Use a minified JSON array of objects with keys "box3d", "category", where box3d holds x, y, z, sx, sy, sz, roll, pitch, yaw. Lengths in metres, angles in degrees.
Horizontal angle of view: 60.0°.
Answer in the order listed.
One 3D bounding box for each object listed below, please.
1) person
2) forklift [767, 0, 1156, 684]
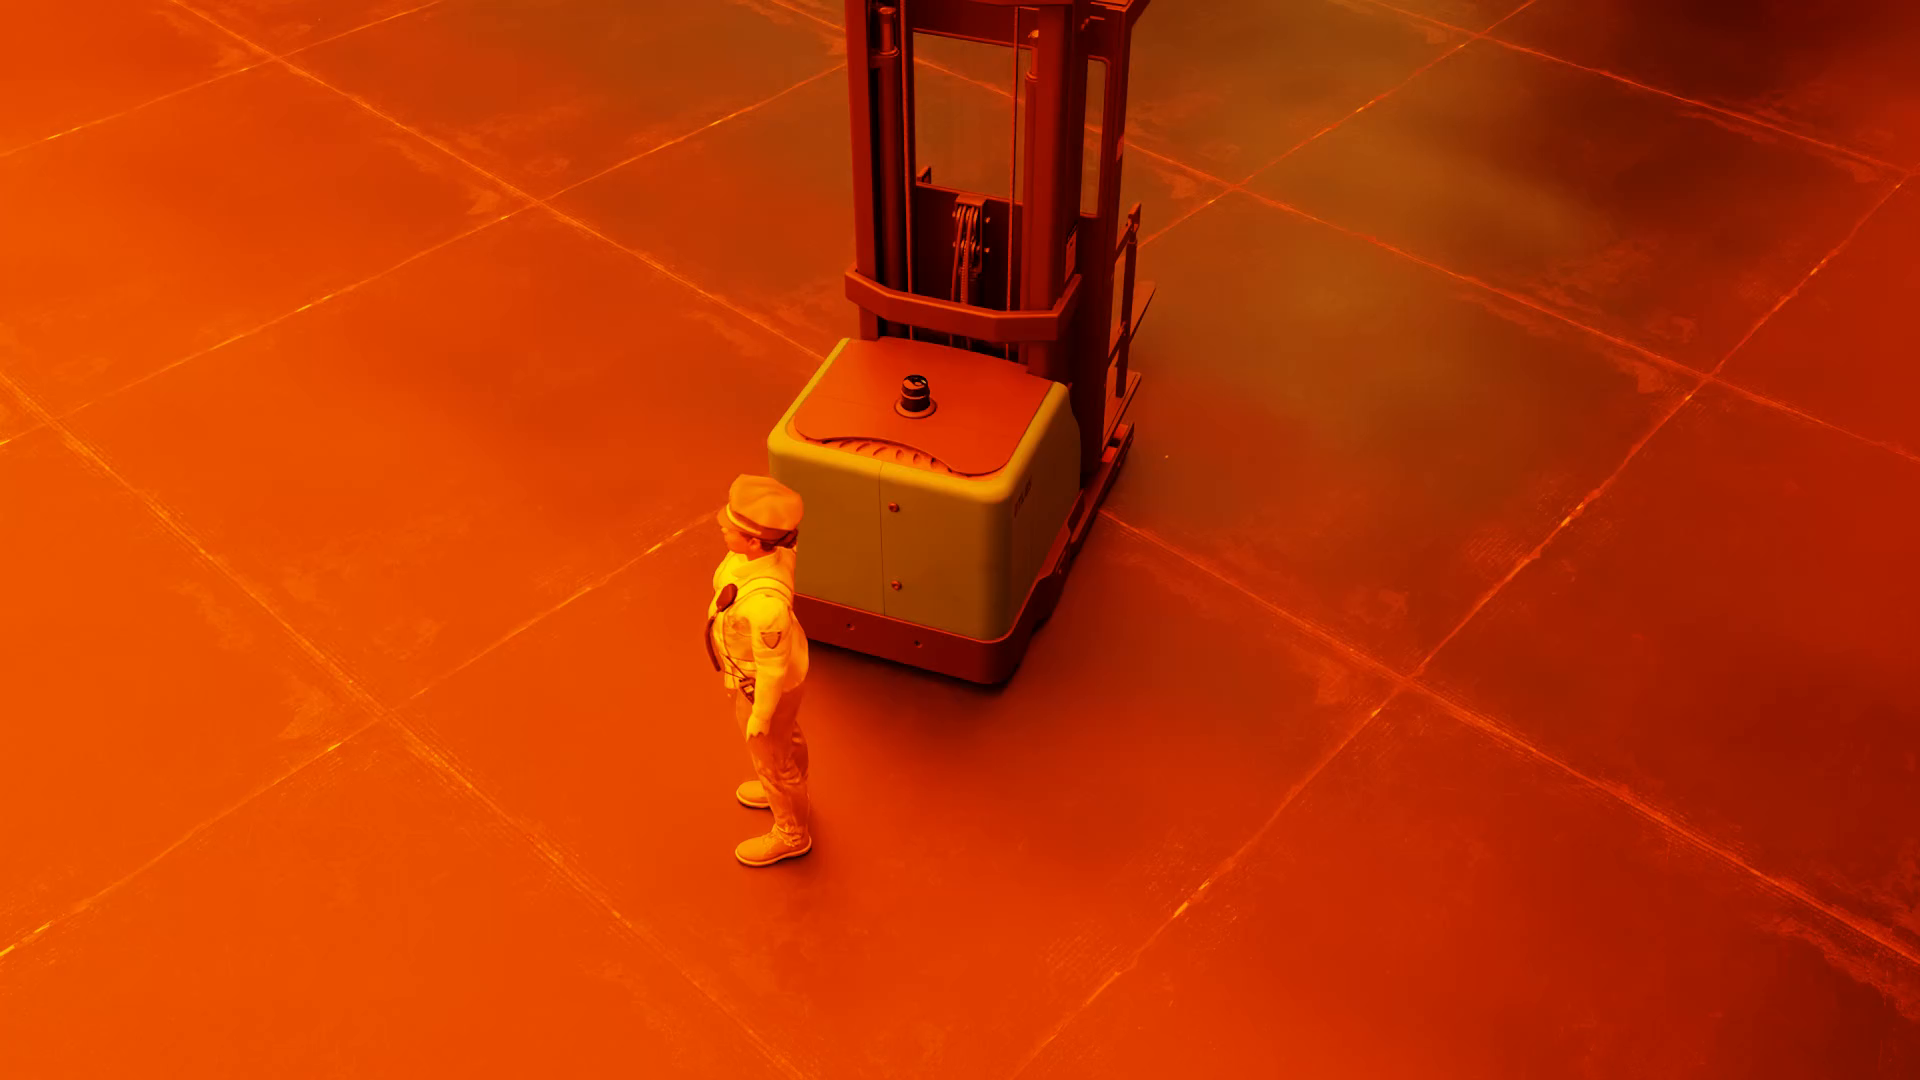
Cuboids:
[{"box3d":[-0.684,0.471,5.839,0.355,1.687,0.457,-2,41,-3],"category":"person"},{"box3d":[0.211,-1.484,7.158,1.130,2.935,3.031,14,42,15],"category":"forklift"}]
